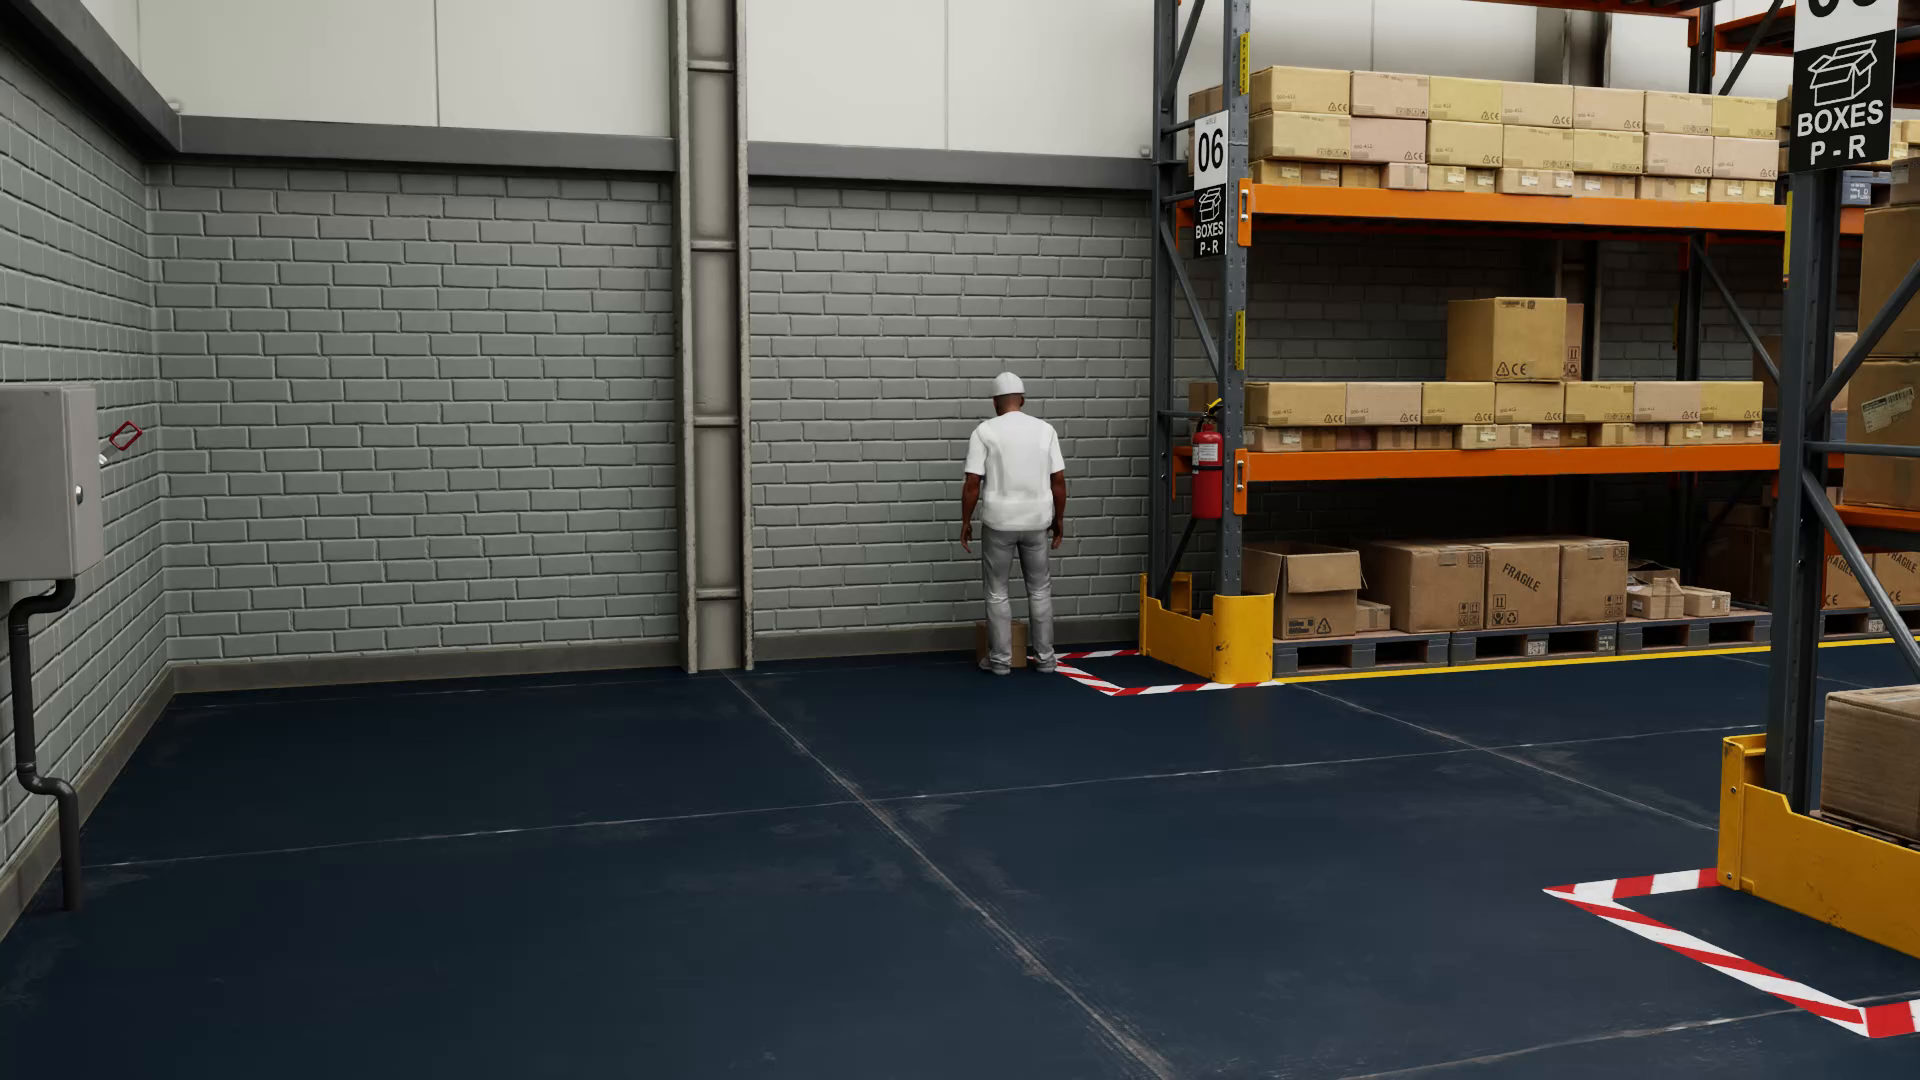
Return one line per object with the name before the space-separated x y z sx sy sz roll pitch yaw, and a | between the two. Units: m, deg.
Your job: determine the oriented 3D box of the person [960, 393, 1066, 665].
person | 0.312 -0.112 9.747 0.637 1.662 0.356 -1 6 -14
